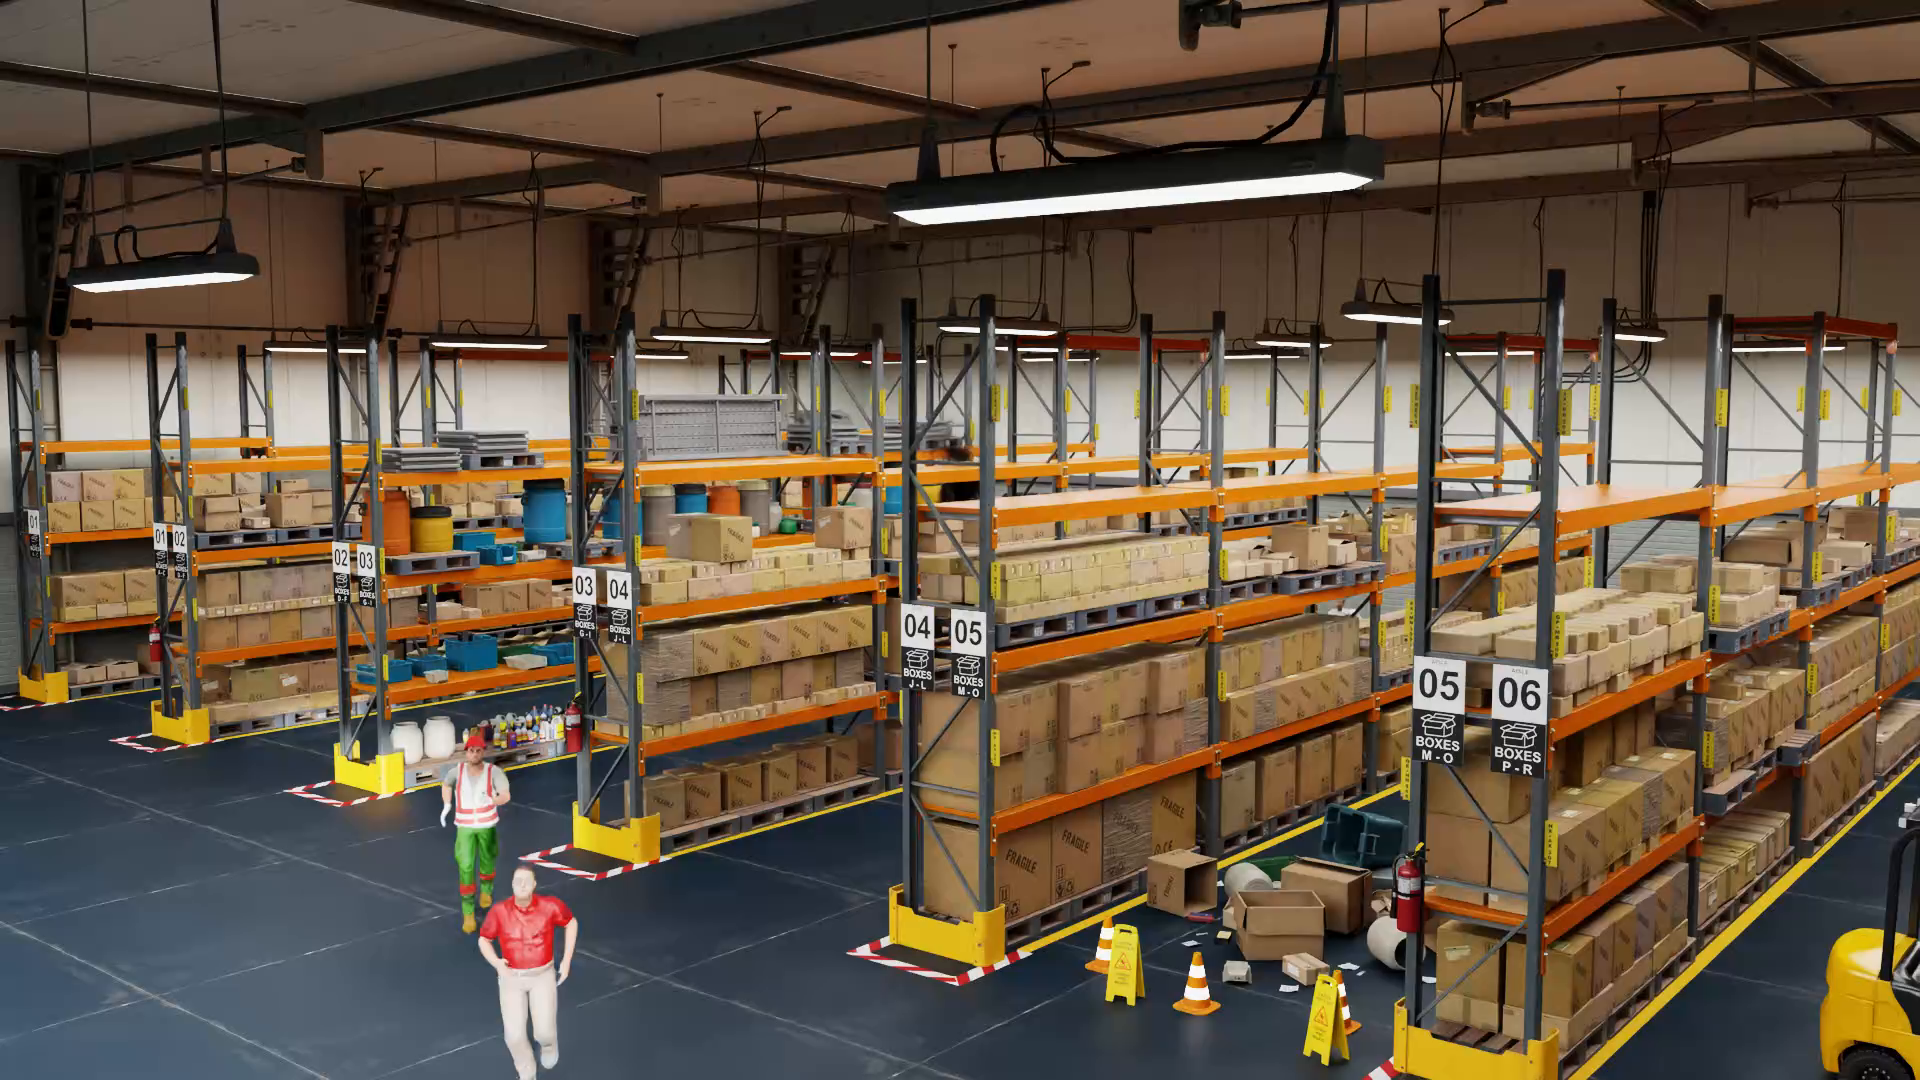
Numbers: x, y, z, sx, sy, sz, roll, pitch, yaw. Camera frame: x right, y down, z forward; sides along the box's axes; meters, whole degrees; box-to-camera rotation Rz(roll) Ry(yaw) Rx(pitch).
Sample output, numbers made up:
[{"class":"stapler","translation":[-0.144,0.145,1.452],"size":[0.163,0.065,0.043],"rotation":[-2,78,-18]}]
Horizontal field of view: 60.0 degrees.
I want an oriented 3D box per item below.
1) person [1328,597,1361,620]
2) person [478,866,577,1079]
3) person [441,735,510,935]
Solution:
[{"class":"person","translation":[6.558,1.766,28.587],"size":[0.570,1.725,0.877],"rotation":[3,6,32]},{"class":"person","translation":[-3.170,3.233,12.189],"size":[0.705,1.692,0.571],"rotation":[-1,5,-10]},{"class":"person","translation":[-4.704,2.804,16.165],"size":[0.655,1.833,0.859],"rotation":[-1,5,-16]}]
